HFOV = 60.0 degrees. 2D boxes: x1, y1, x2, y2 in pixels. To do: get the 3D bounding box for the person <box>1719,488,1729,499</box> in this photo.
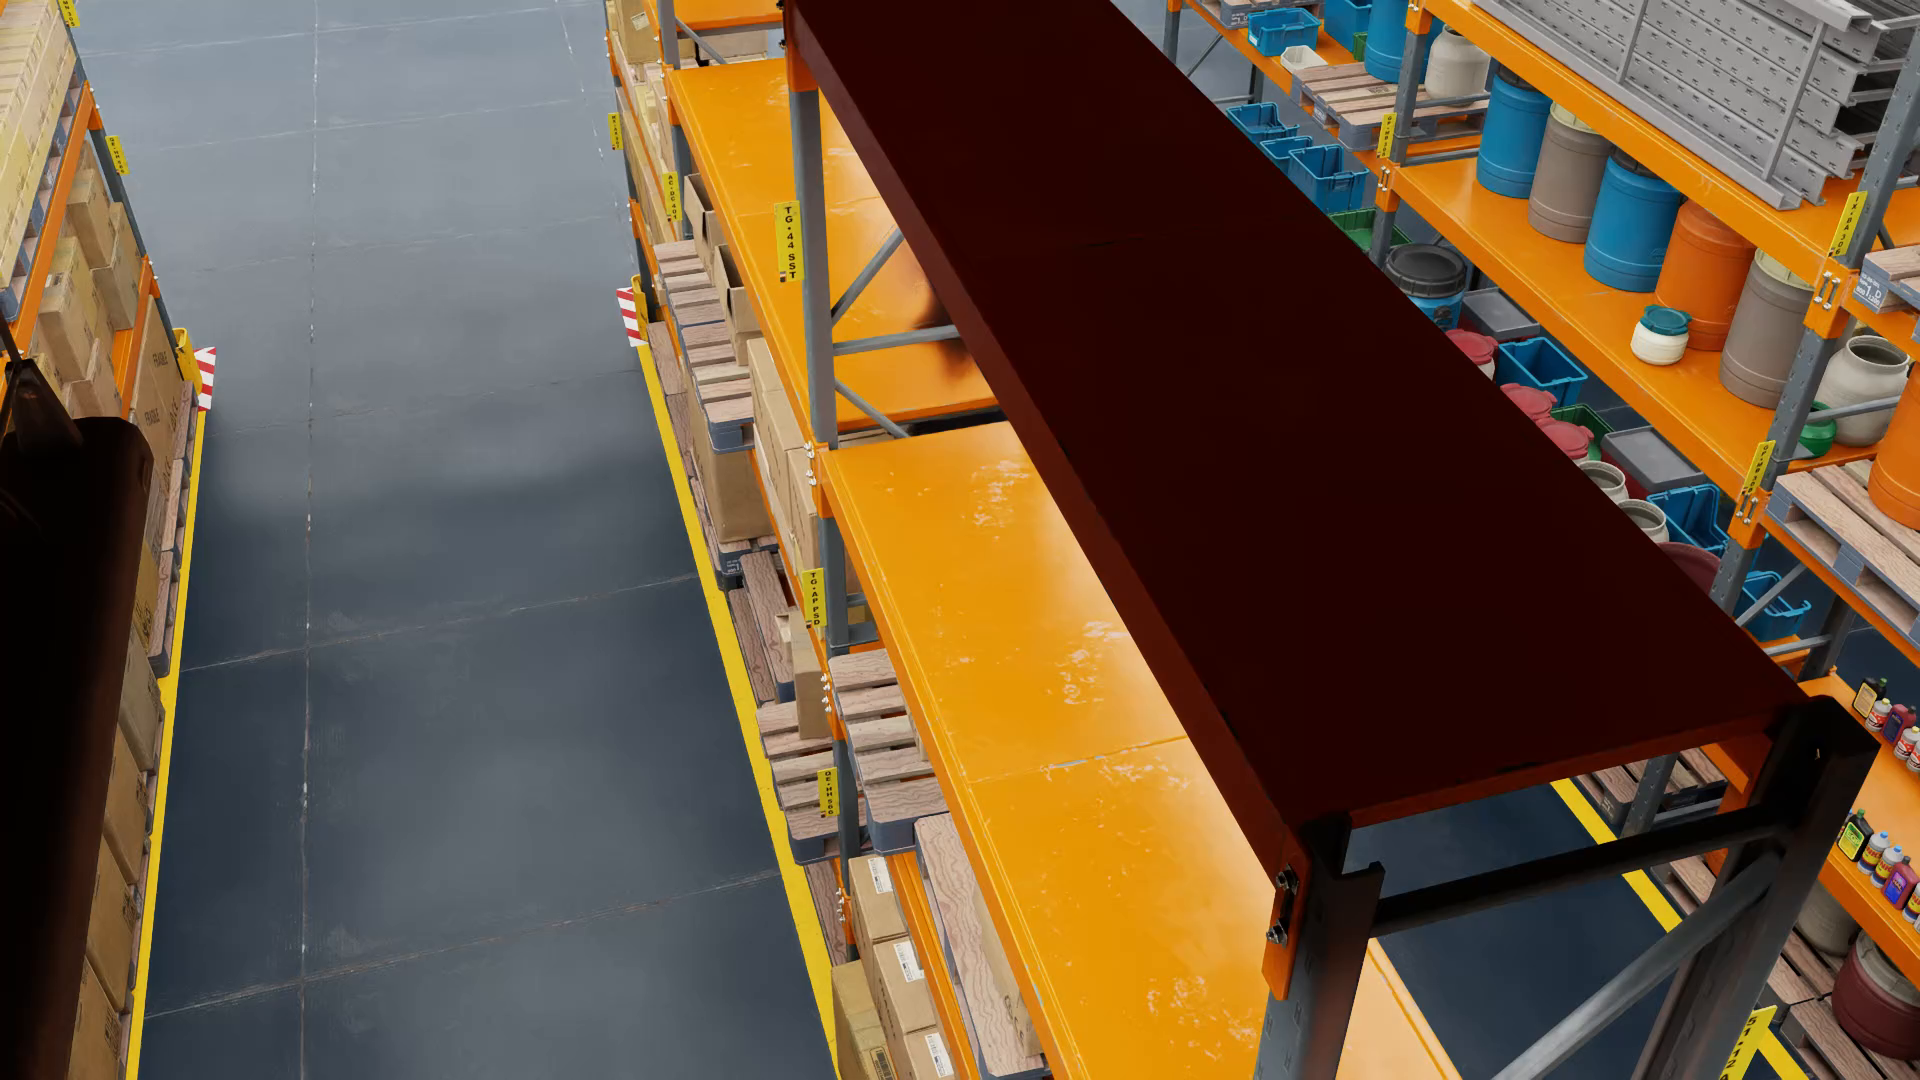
[{"bbox_3d":[5.827,-1.040,12.779,0.697,1.714,0.767,-20,43,-23],"label":"person"}]
